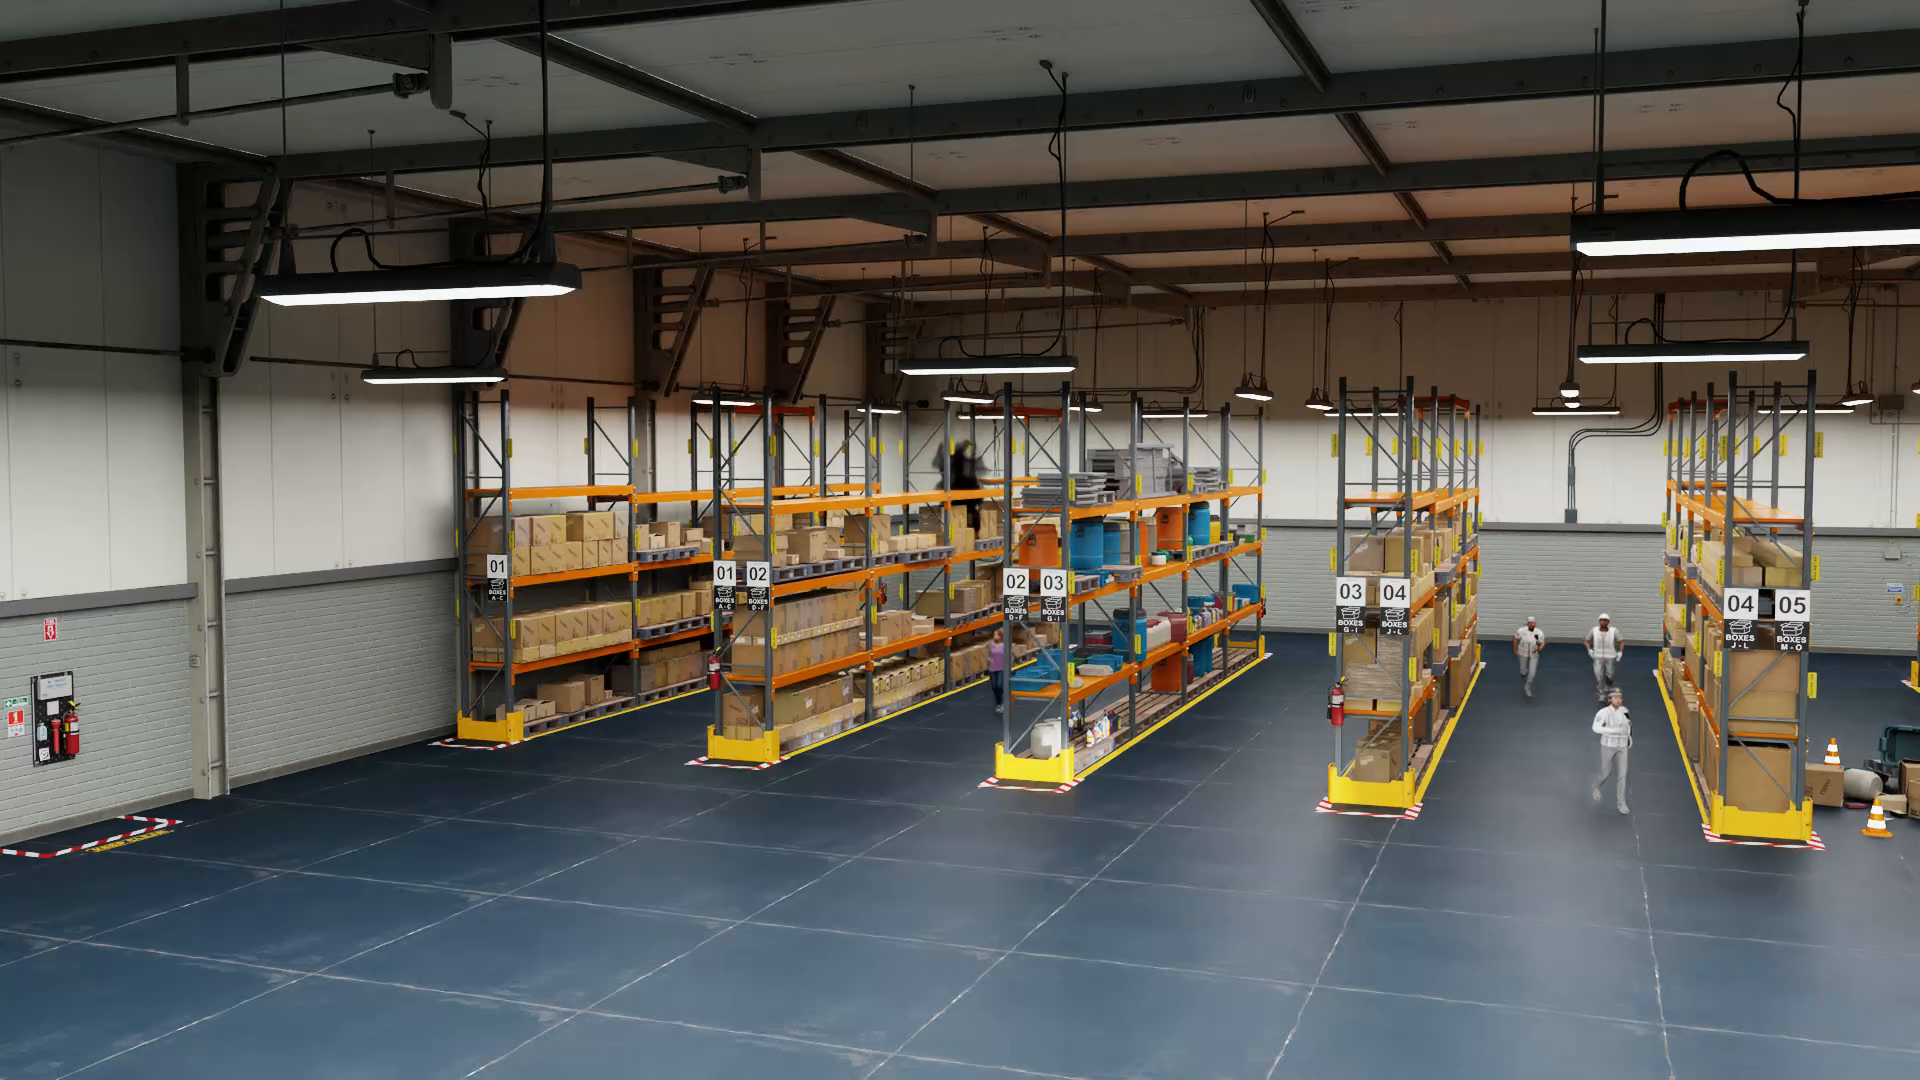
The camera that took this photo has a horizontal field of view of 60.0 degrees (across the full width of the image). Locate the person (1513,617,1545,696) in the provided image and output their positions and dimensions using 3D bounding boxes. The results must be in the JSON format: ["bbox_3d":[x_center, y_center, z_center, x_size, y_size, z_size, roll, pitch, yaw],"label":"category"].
[{"bbox_3d":[11.545,2.352,33.738,0.613,1.608,0.610,1,3,19],"label":"person"}]

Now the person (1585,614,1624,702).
[{"bbox_3d":[12.760,2.319,32.951,0.728,1.734,0.631,1,3,21],"label":"person"}]

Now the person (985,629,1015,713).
[{"bbox_3d":[0.723,2.474,31.326,0.510,1.578,0.644,1,3,17],"label":"person"}]

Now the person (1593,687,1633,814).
[{"bbox_3d":[9.036,2.865,22.974,0.644,1.674,0.862,0,3,-4],"label":"person"}]
